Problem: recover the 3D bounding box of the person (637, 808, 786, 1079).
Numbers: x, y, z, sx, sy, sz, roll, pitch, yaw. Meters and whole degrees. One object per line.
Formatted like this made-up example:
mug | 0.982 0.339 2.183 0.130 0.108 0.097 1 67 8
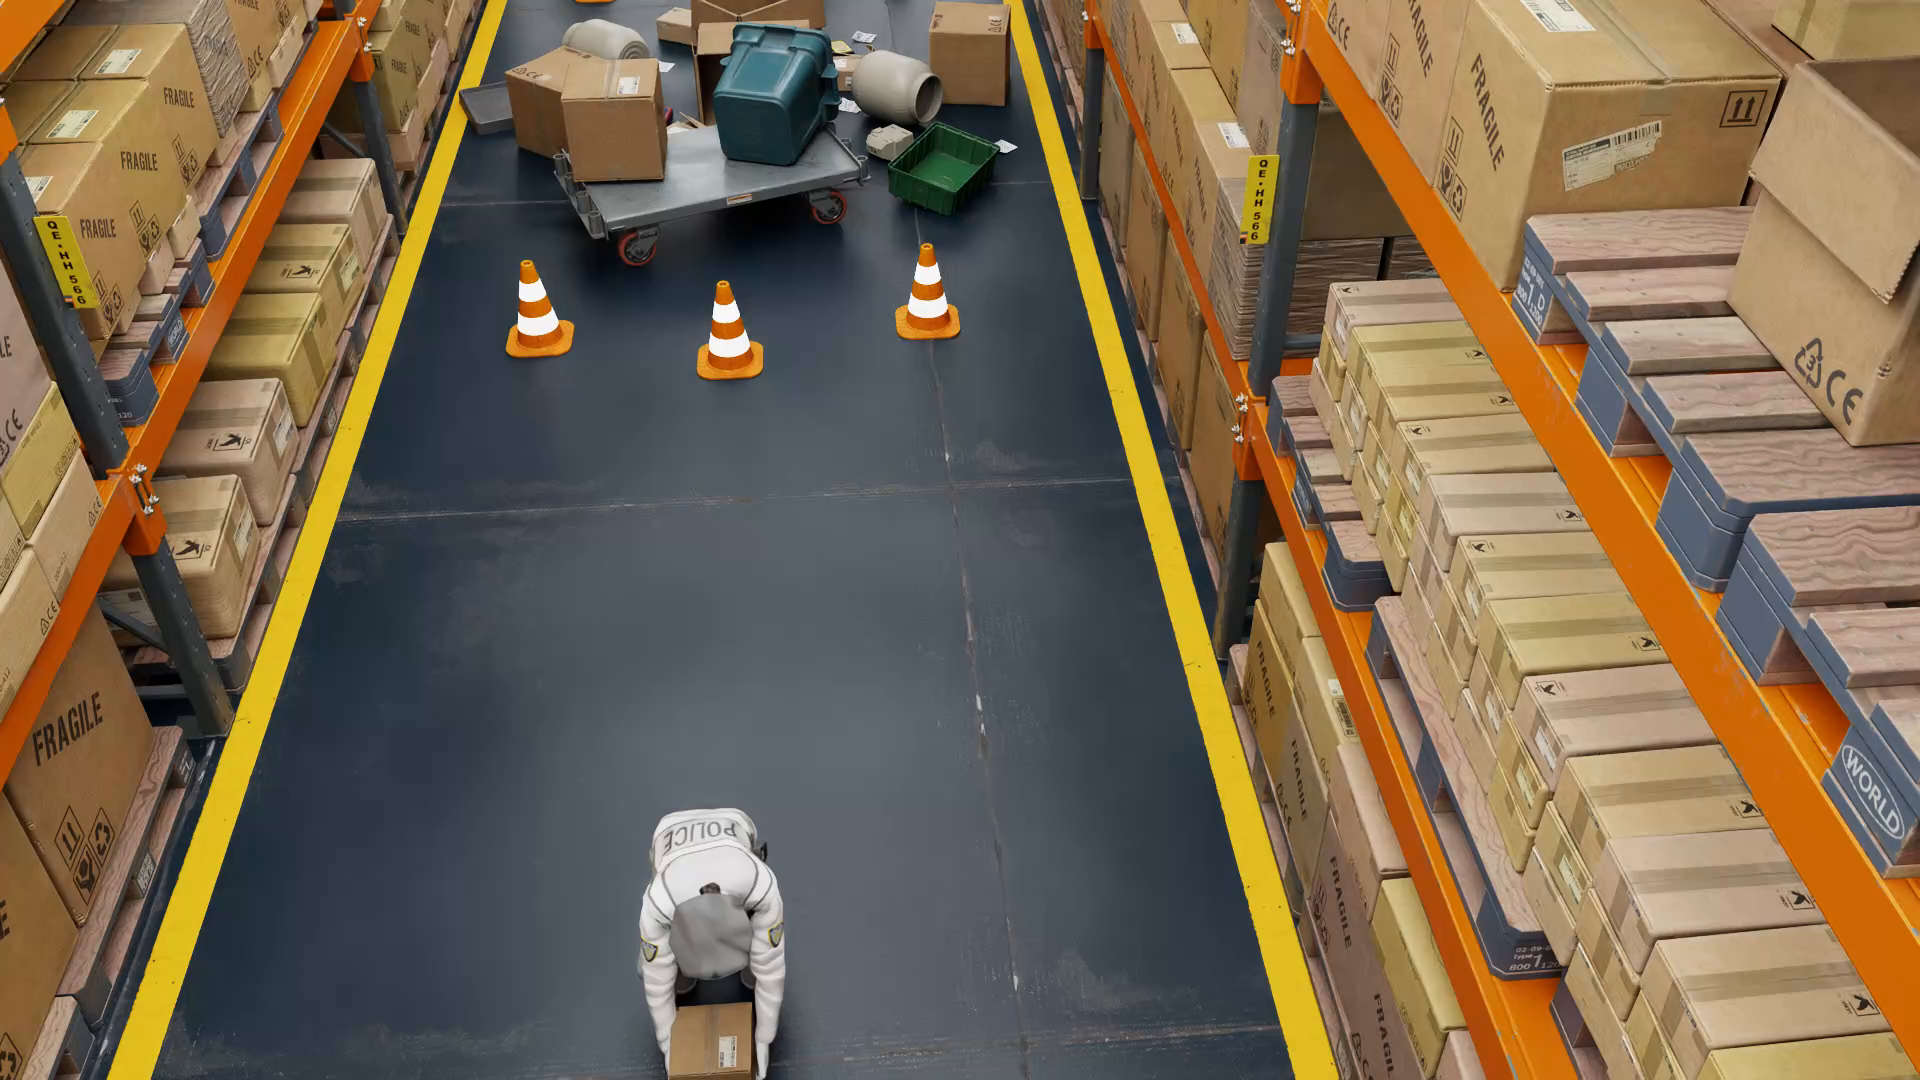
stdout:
person | -0.801 1.213 5.322 0.482 0.856 0.859 -3 39 -4
